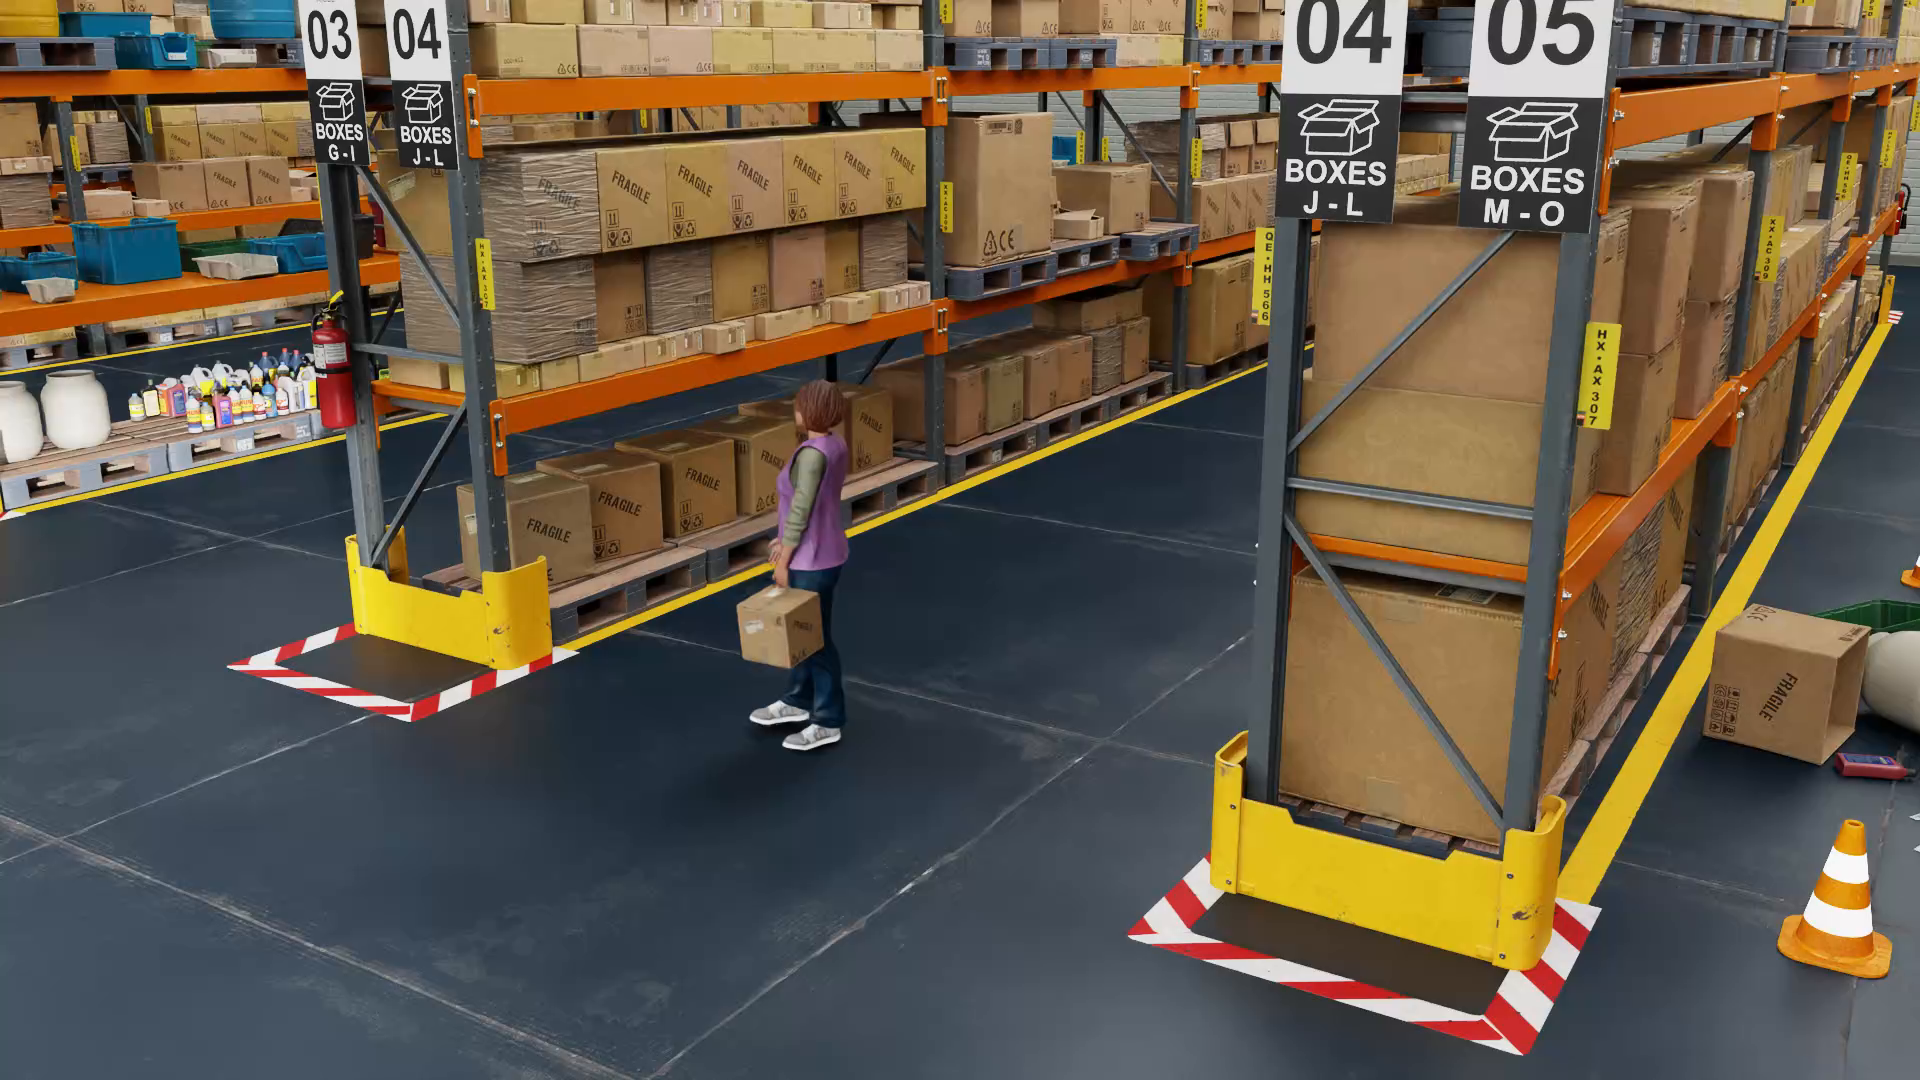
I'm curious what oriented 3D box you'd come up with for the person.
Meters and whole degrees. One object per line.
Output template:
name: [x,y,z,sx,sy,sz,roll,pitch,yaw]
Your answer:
person: [-0.711,0.209,7.188,0.472,1.377,0.377,1,16,3]
